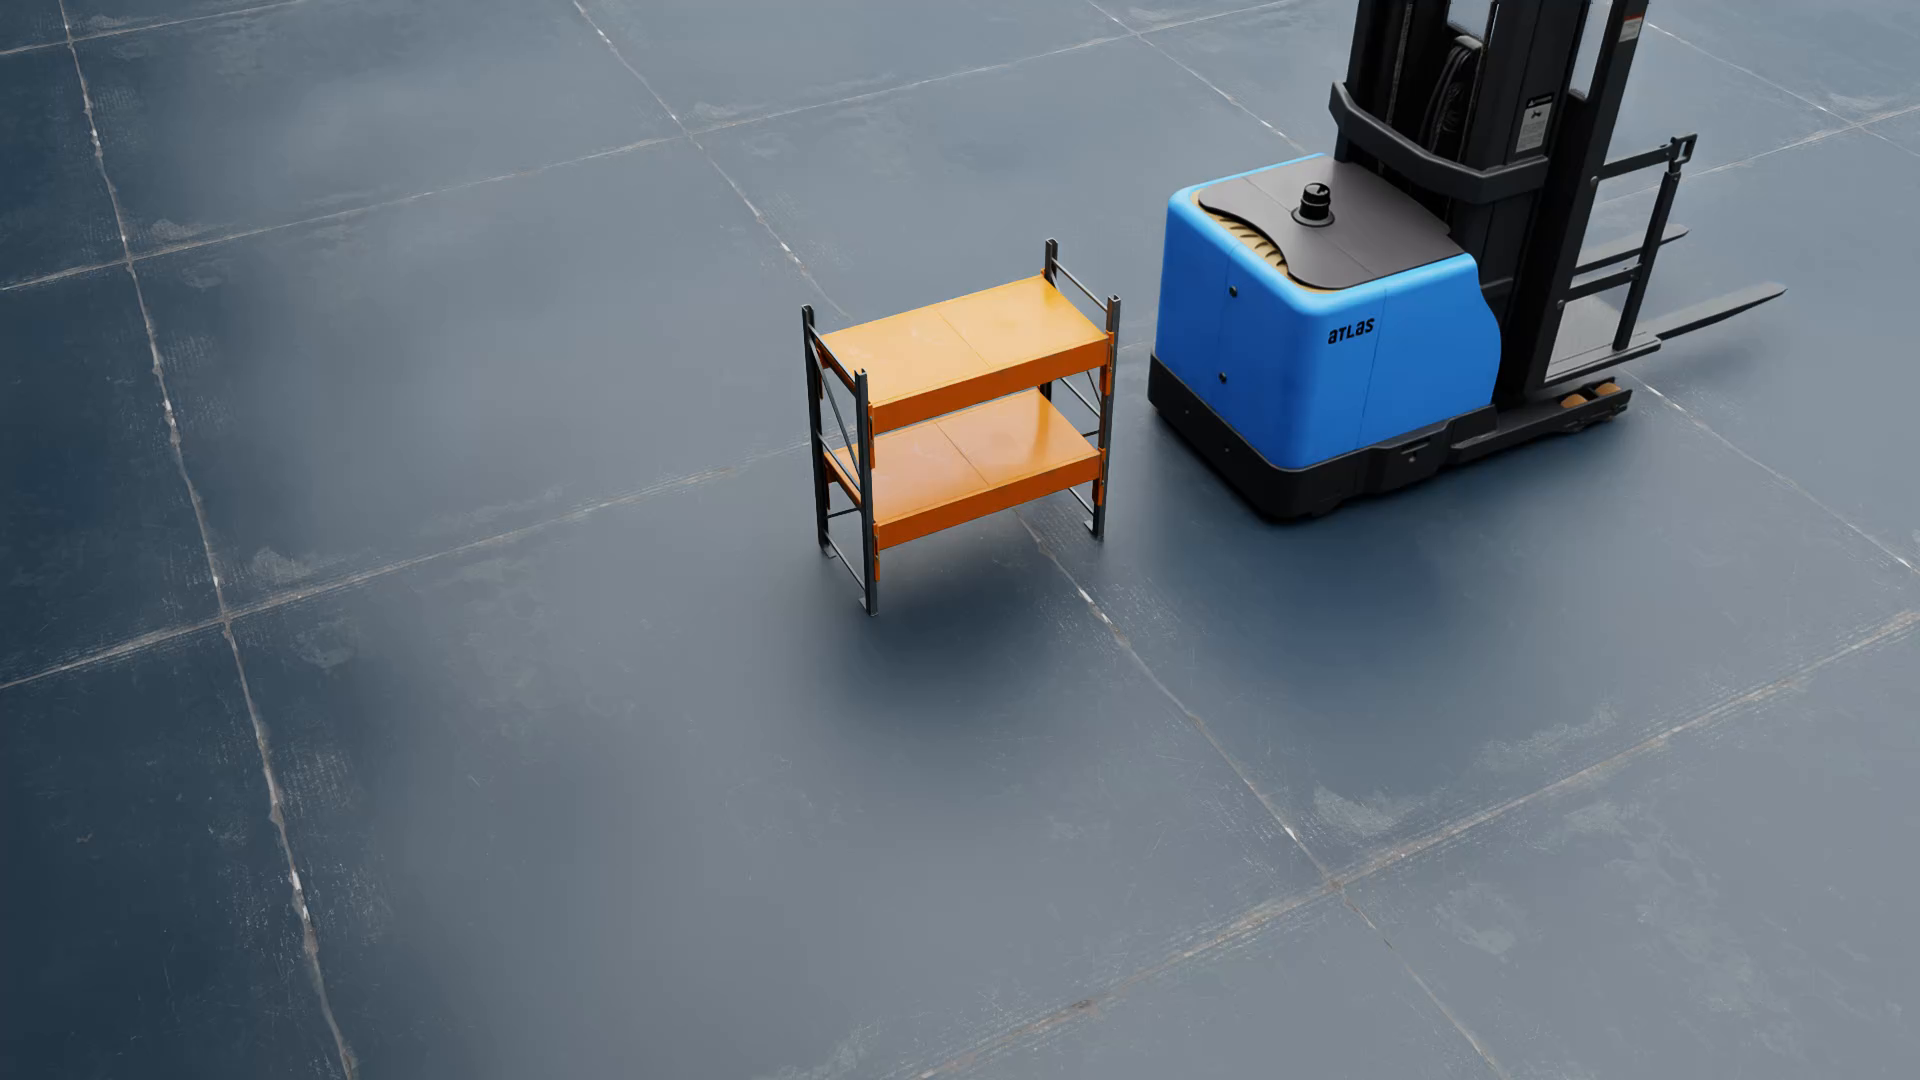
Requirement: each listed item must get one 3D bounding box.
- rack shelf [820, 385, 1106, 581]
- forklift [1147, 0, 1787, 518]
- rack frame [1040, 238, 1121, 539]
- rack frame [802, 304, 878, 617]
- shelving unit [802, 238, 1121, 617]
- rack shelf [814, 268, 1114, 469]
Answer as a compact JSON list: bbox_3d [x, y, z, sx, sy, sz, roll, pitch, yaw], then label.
[{"bbox_3d":[0.006,-0.245,6.547,1.000,0.278,0.538,-19,44,-21],"label":"rack shelf"},{"bbox_3d":[2.383,-1.876,6.697,3.031,2.935,1.130,-18,44,-20],"label":"forklift"},{"bbox_3d":[0.457,-0.583,6.568,0.032,1.125,0.500,-19,44,-21],"label":"rack frame"},{"bbox_3d":[-0.445,-0.280,6.210,0.032,1.125,0.500,-19,44,-21],"label":"rack frame"},{"bbox_3d":[0.006,-0.431,6.389,1.048,1.125,0.538,-19,44,-21],"label":"shelving unit"},{"bbox_3d":[0.006,-0.655,6.200,1.000,0.278,0.538,-19,44,-21],"label":"rack shelf"}]
